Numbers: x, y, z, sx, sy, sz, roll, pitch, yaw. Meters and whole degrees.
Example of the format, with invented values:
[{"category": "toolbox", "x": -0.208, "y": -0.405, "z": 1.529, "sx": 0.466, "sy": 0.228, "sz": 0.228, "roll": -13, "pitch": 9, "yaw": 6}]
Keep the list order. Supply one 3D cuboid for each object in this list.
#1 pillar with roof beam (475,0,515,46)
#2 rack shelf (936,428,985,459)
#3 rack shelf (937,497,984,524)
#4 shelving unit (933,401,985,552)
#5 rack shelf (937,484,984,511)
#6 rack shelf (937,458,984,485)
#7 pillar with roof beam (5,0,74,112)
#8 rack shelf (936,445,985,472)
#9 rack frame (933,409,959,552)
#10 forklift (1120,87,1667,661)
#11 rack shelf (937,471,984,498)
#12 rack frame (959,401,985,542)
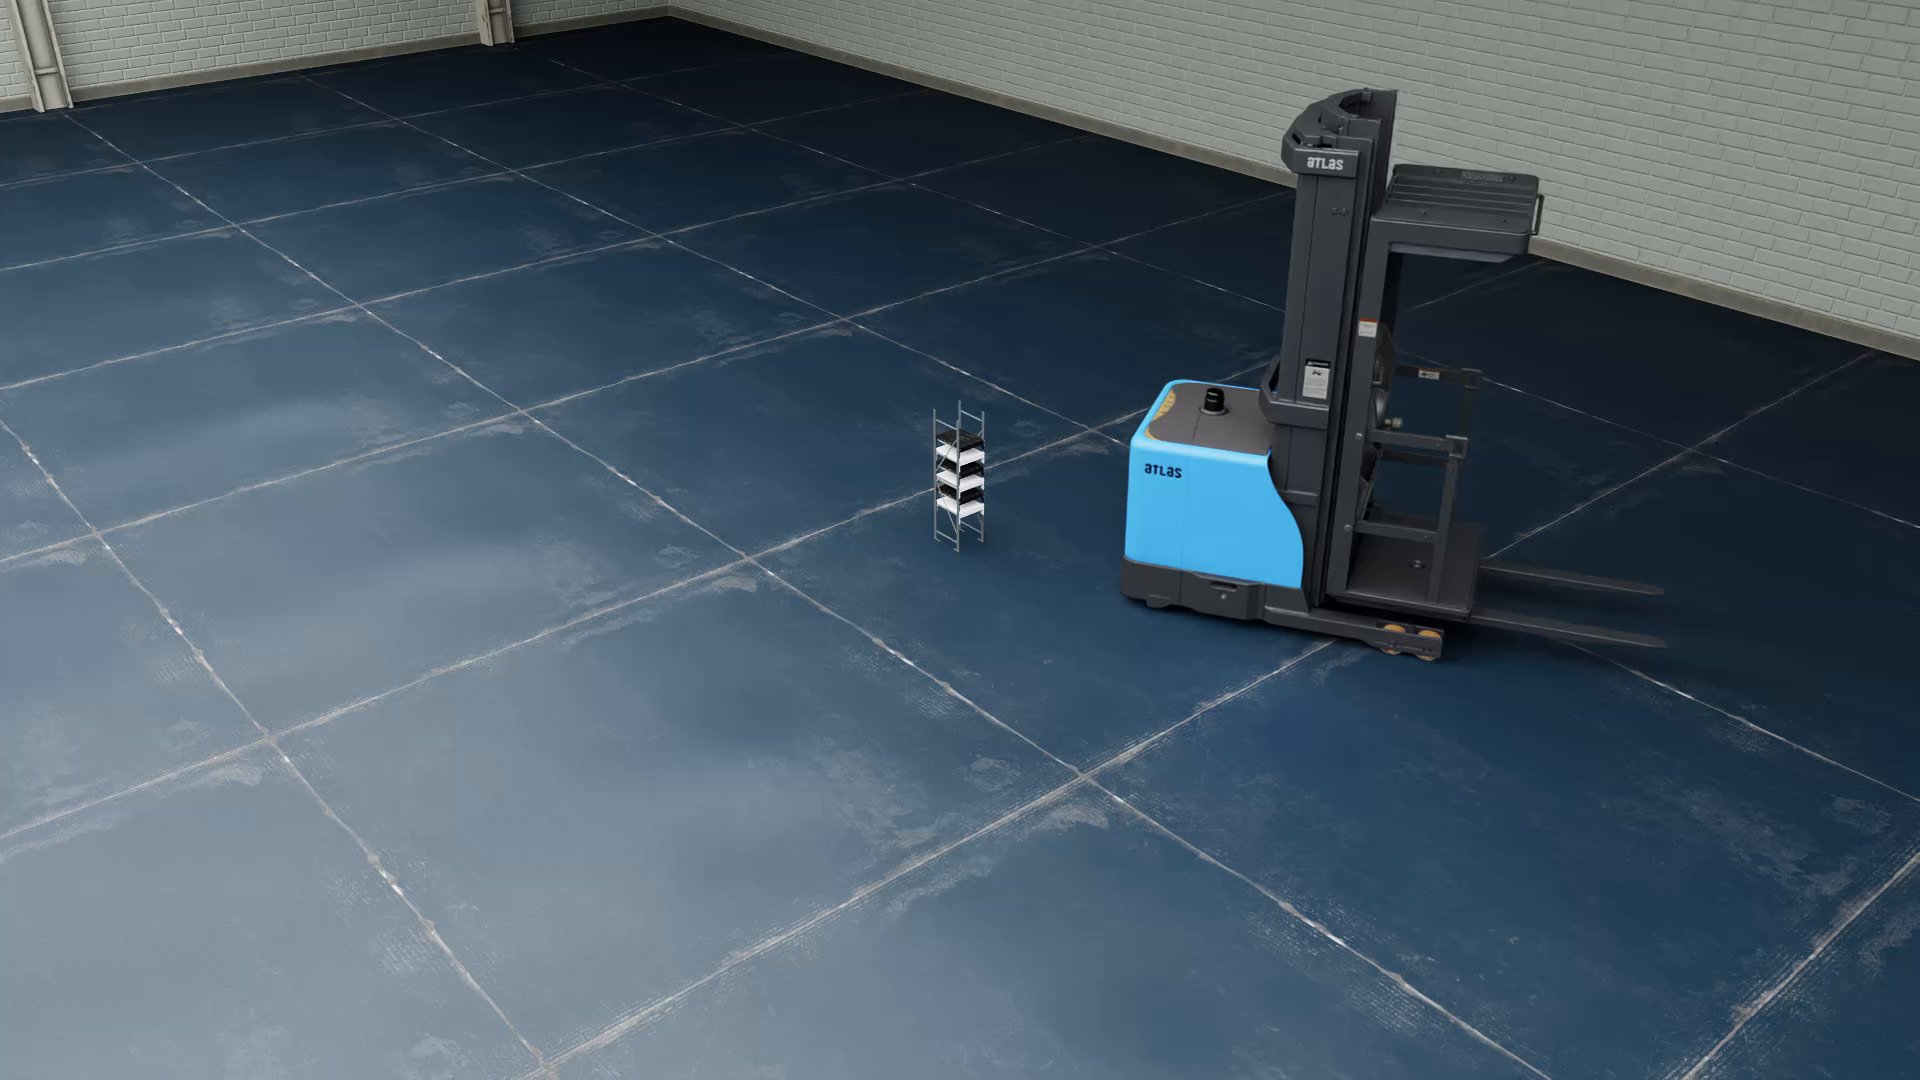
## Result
[{"category": "pillar with roof beam", "x": -3.909, "y": -9.638, "z": 19.096, "sx": 0.400, "sy": 9.000, "sz": 9.100, "roll": -22, "pitch": 35, "yaw": -35}, {"category": "rack shelf", "x": -0.006, "y": -0.603, "z": 10.280, "sx": 0.200, "sy": 0.077, "sz": 0.258, "roll": -22, "pitch": 35, "yaw": -35}, {"category": "rack shelf", "x": -0.006, "y": -0.206, "z": 10.492, "sx": 0.200, "sy": 0.077, "sz": 0.258, "roll": -22, "pitch": 35, "yaw": -35}, {"category": "shelving unit", "x": -0.006, "y": -0.394, "z": 10.392, "sx": 0.210, "sy": 0.900, "sz": 0.258, "roll": -22, "pitch": 35, "yaw": -35}, {"category": "rack shelf", "x": -0.006, "y": -0.286, "z": 10.450, "sx": 0.200, "sy": 0.077, "sz": 0.258, "roll": -22, "pitch": 35, "yaw": -35}, {"category": "rack shelf", "x": -0.006, "y": -0.444, "z": 10.365, "sx": 0.200, "sy": 0.077, "sz": 0.258, "roll": -22, "pitch": 35, "yaw": -35}, {"category": "pillar with roof beam", "x": -8.473, "y": -7.803, "z": 15.661, "sx": 0.400, "sy": 9.000, "sz": 9.100, "roll": -22, "pitch": 35, "yaw": -35}, {"category": "rack shelf", "x": -0.006, "y": -0.524, "z": 10.322, "sx": 0.200, "sy": 0.077, "sz": 0.258, "roll": -22, "pitch": 35, "yaw": -35}, {"category": "rack frame", "x": -0.084, "y": -0.363, "z": 10.333, "sx": 0.006, "sy": 0.900, "sz": 0.240, "roll": -22, "pitch": 35, "yaw": -35}, {"category": "forklift", "x": 2.529, "y": -0.899, "z": 9.180, "sx": 3.031, "sy": 2.935, "sz": 1.130, "roll": 9, "pitch": 30, "yaw": 17}, {"category": "rack shelf", "x": -0.006, "y": -0.365, "z": 10.407, "sx": 0.200, "sy": 0.077, "sz": 0.258, "roll": -22, "pitch": 35, "yaw": -35}, {"category": "rack frame", "x": 0.071, "y": -0.426, "z": 10.450, "sx": 0.006, "sy": 0.900, "sz": 0.240, "roll": -22, "pitch": 35, "yaw": -35}]
